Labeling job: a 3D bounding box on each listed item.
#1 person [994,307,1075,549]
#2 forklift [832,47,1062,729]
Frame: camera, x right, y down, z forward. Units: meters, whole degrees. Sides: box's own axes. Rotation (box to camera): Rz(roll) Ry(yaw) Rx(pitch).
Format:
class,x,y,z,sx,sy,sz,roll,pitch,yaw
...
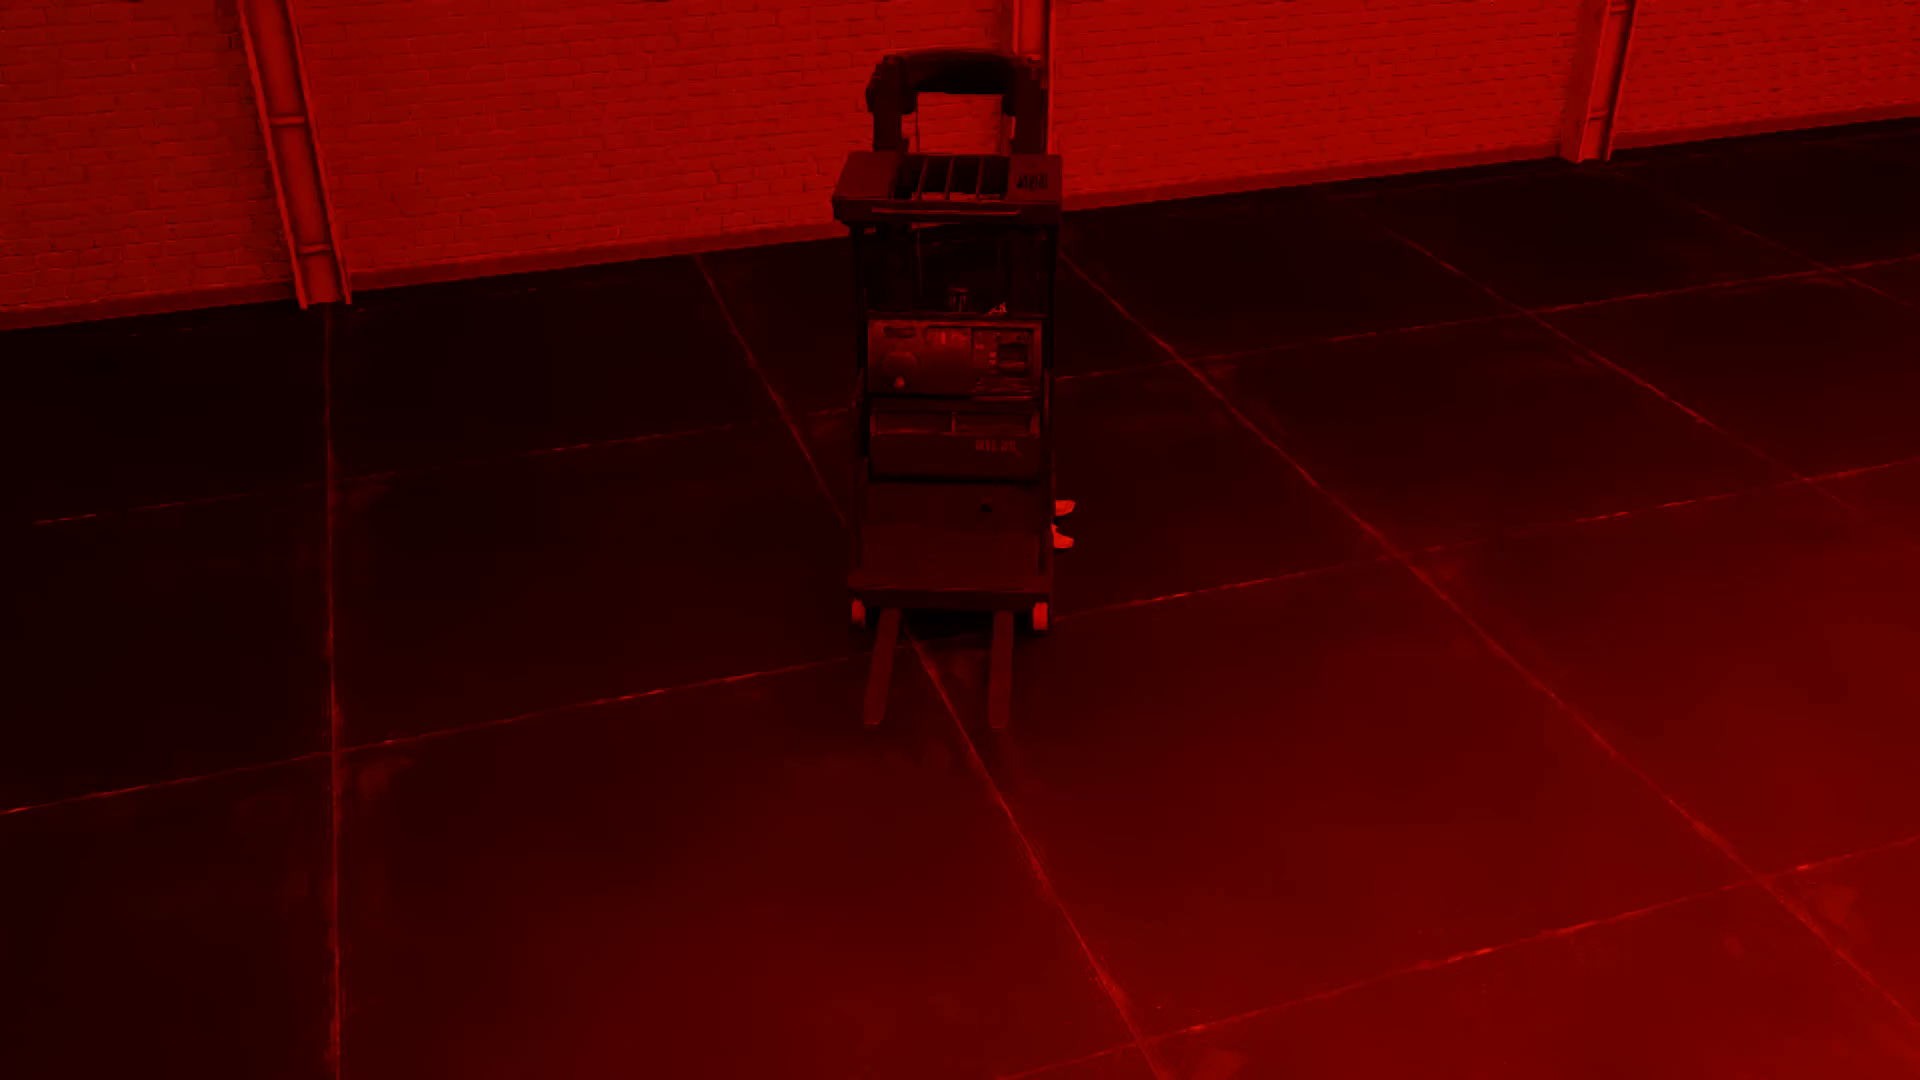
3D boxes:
class,x,y,z,sx,sy,sz,roll,pitch,yaw
person,0.162,-0.730,9.776,0.962,1.487,1.101,-26,39,-38
forklift,-0.039,-0.935,8.711,1.130,2.935,3.031,2,30,3
